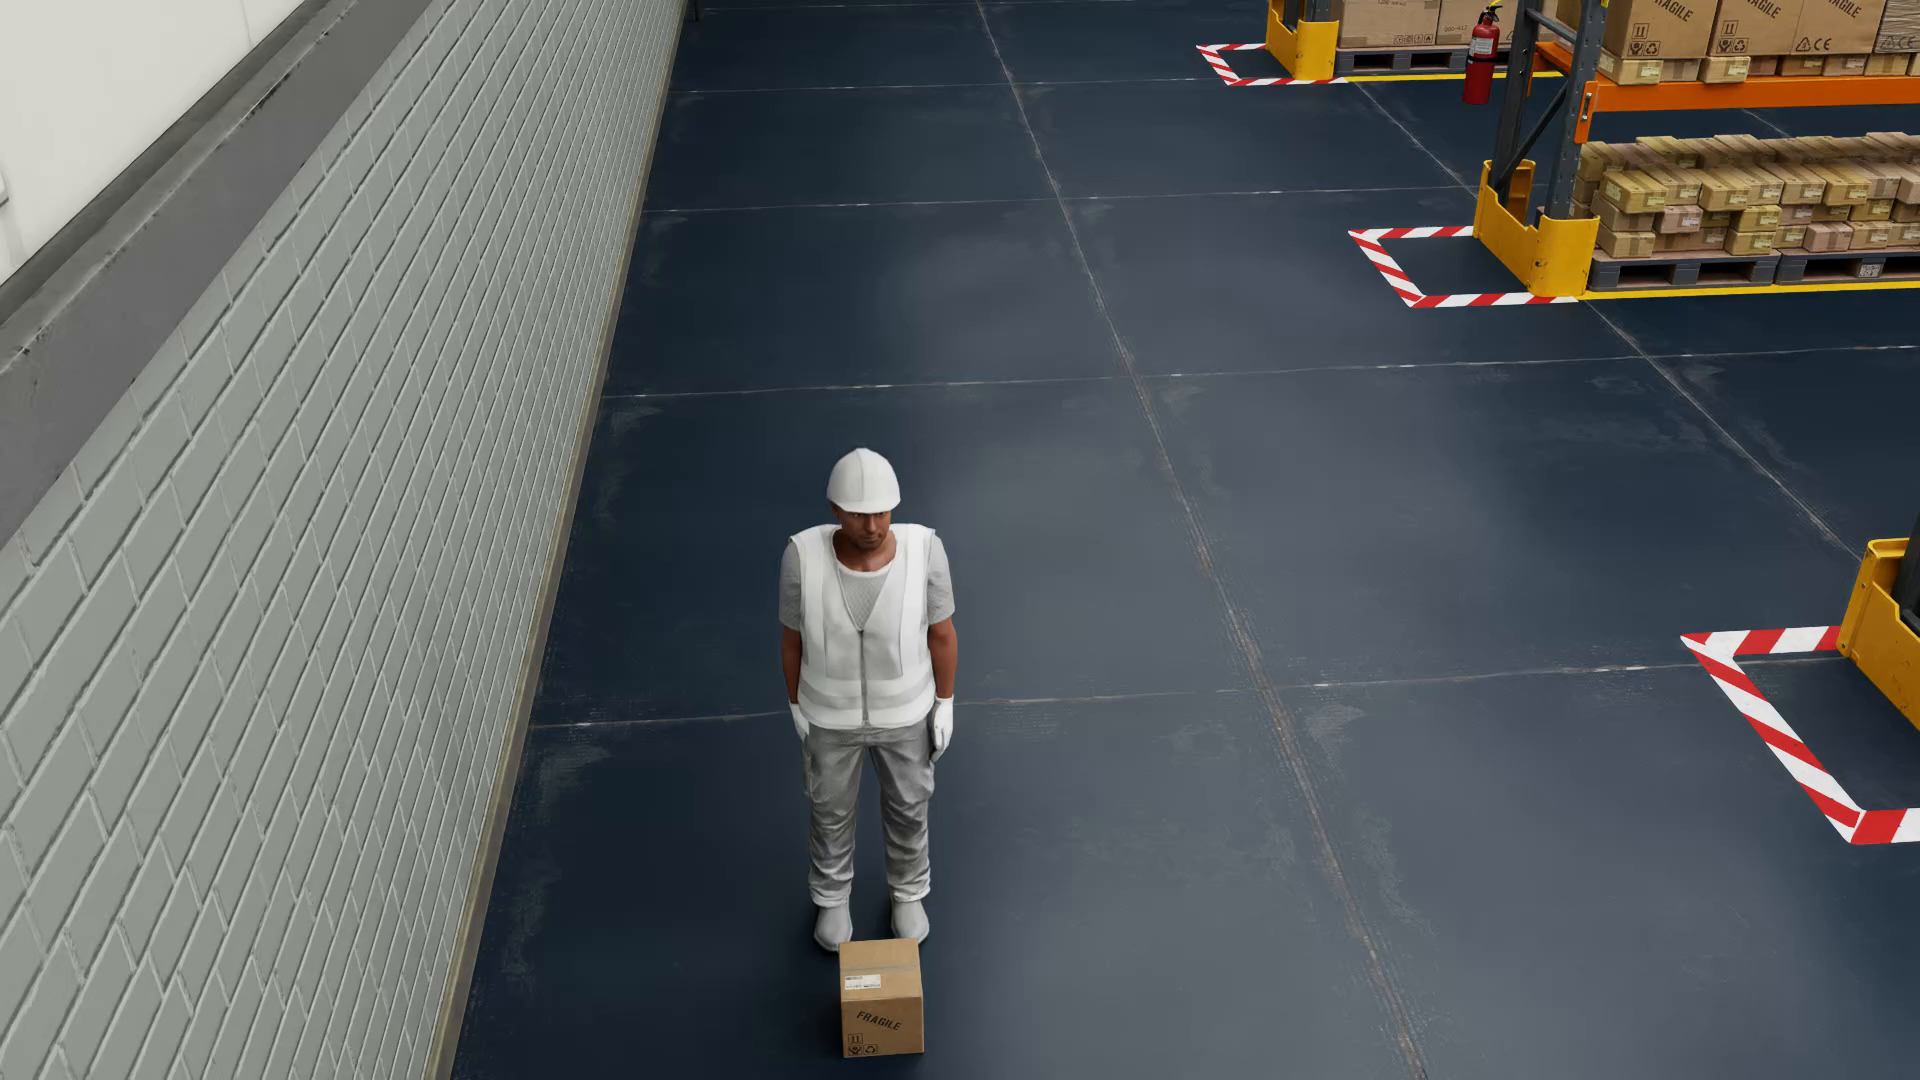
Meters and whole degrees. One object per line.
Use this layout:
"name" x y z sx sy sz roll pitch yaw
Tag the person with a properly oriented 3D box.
"person" -0.280 0.526 5.233 0.545 1.780 0.359 -2 31 -3
